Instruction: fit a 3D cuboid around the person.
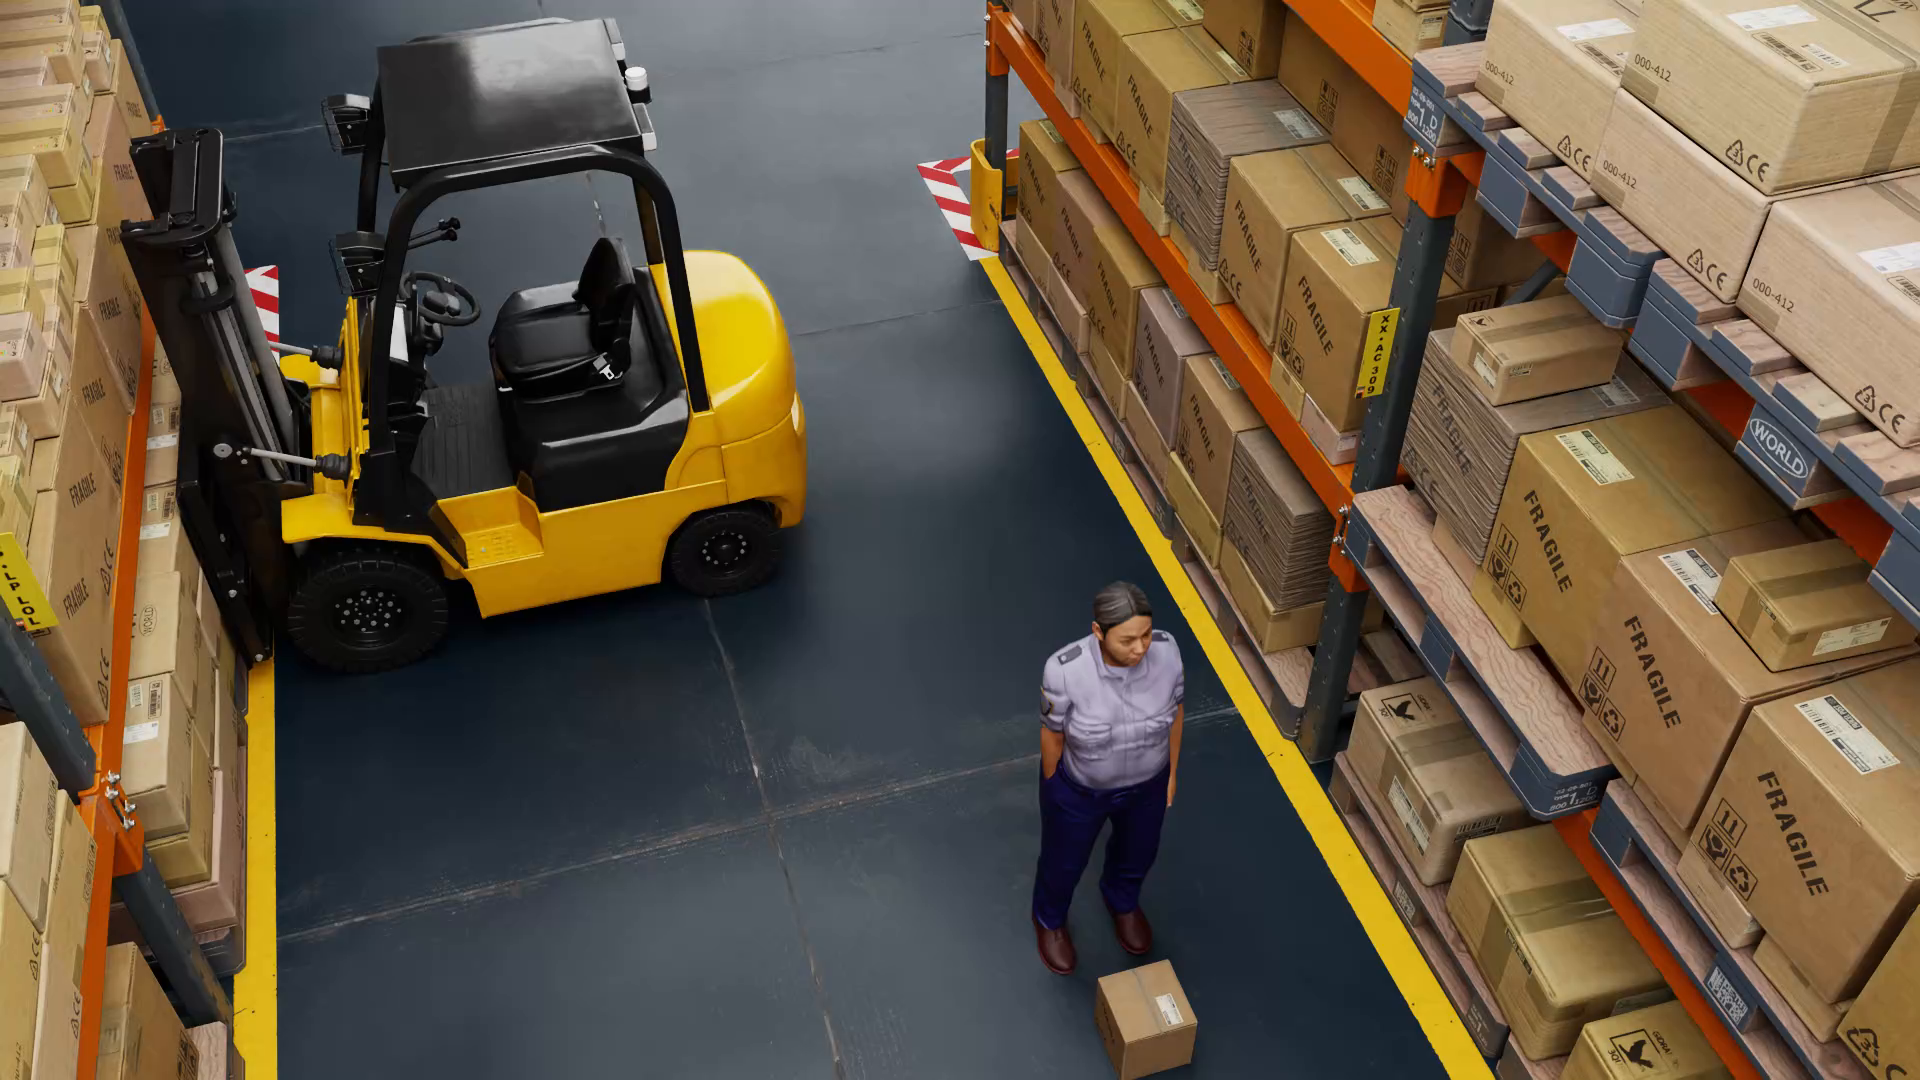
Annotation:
[{"bbox_3d":[0.484,0.771,5.337,0.468,1.653,0.343,-11,44,-12],"label":"person"}]
